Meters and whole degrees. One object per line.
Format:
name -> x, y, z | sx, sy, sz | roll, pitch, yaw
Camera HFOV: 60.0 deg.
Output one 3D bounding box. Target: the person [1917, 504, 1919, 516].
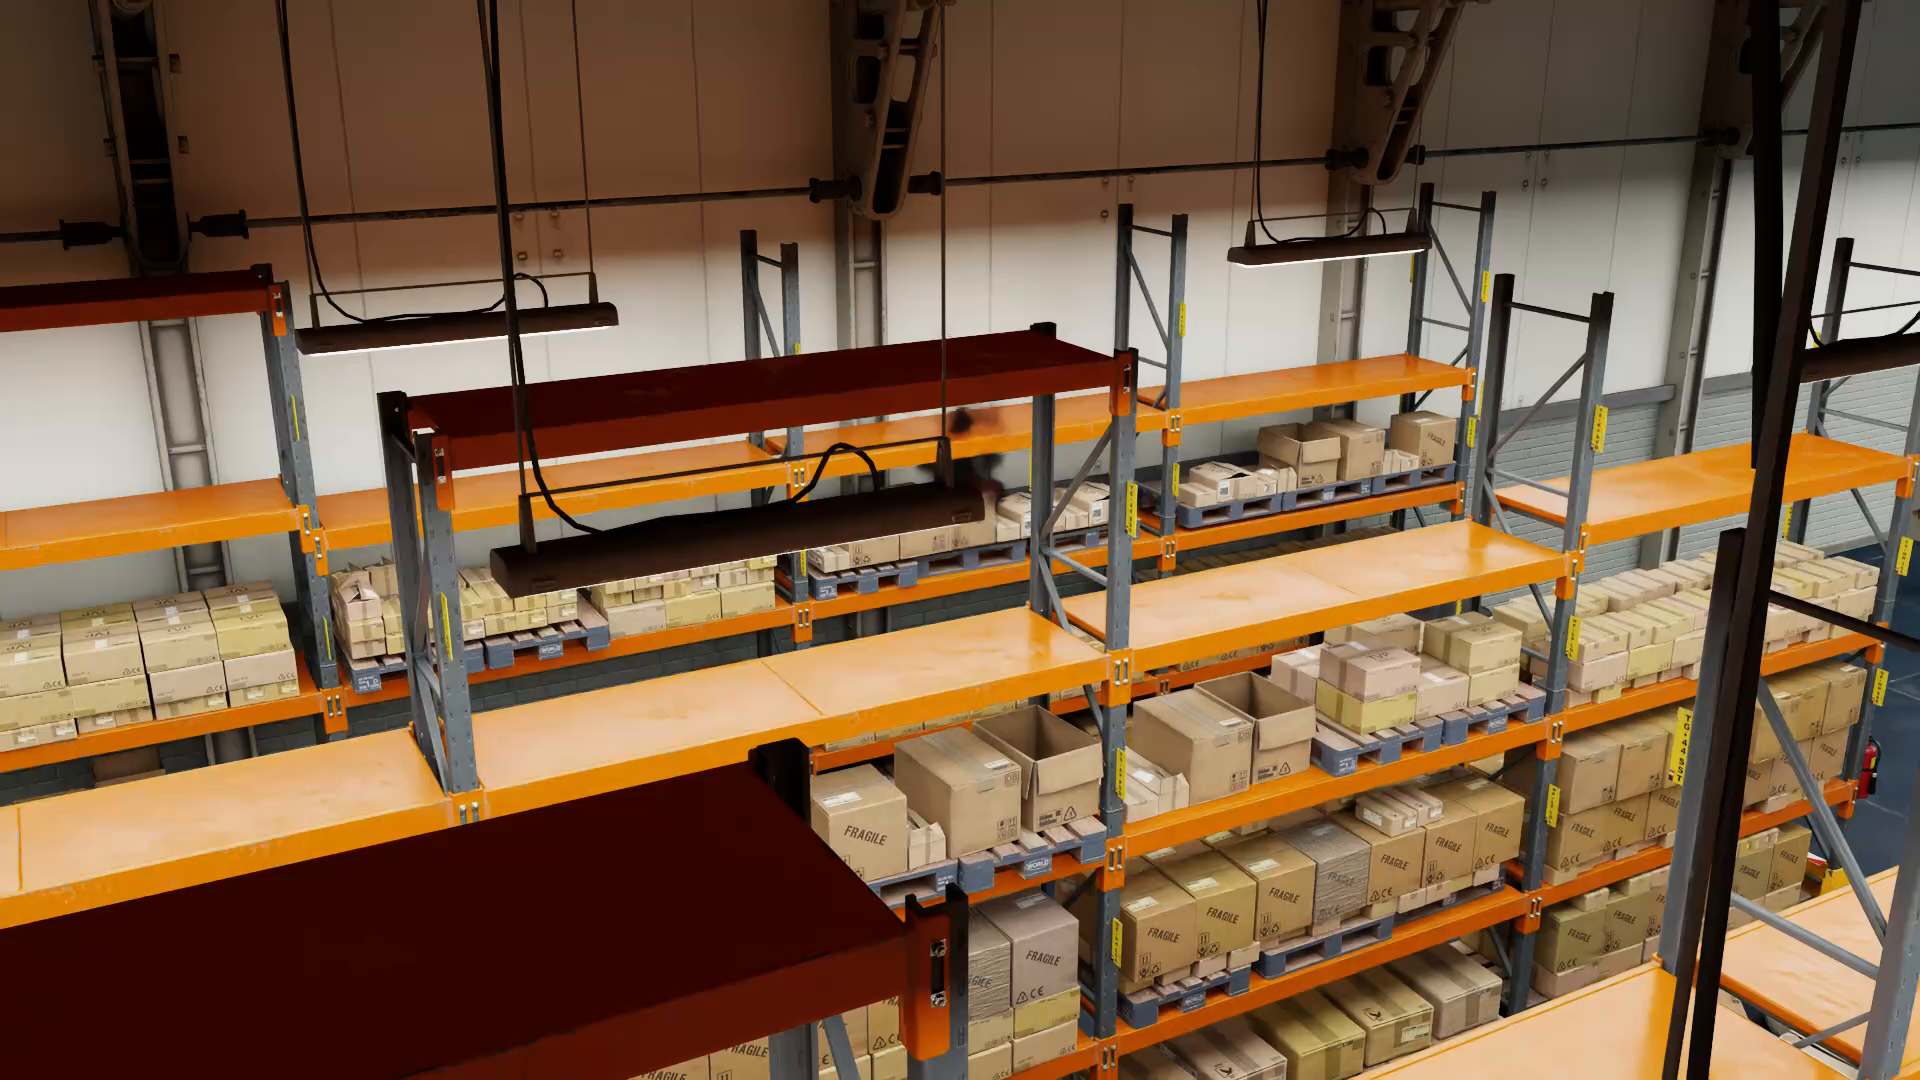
person -> 13.642, -0.106, 23.093 | 0.596, 1.734, 0.687 | -17, 25, -41
